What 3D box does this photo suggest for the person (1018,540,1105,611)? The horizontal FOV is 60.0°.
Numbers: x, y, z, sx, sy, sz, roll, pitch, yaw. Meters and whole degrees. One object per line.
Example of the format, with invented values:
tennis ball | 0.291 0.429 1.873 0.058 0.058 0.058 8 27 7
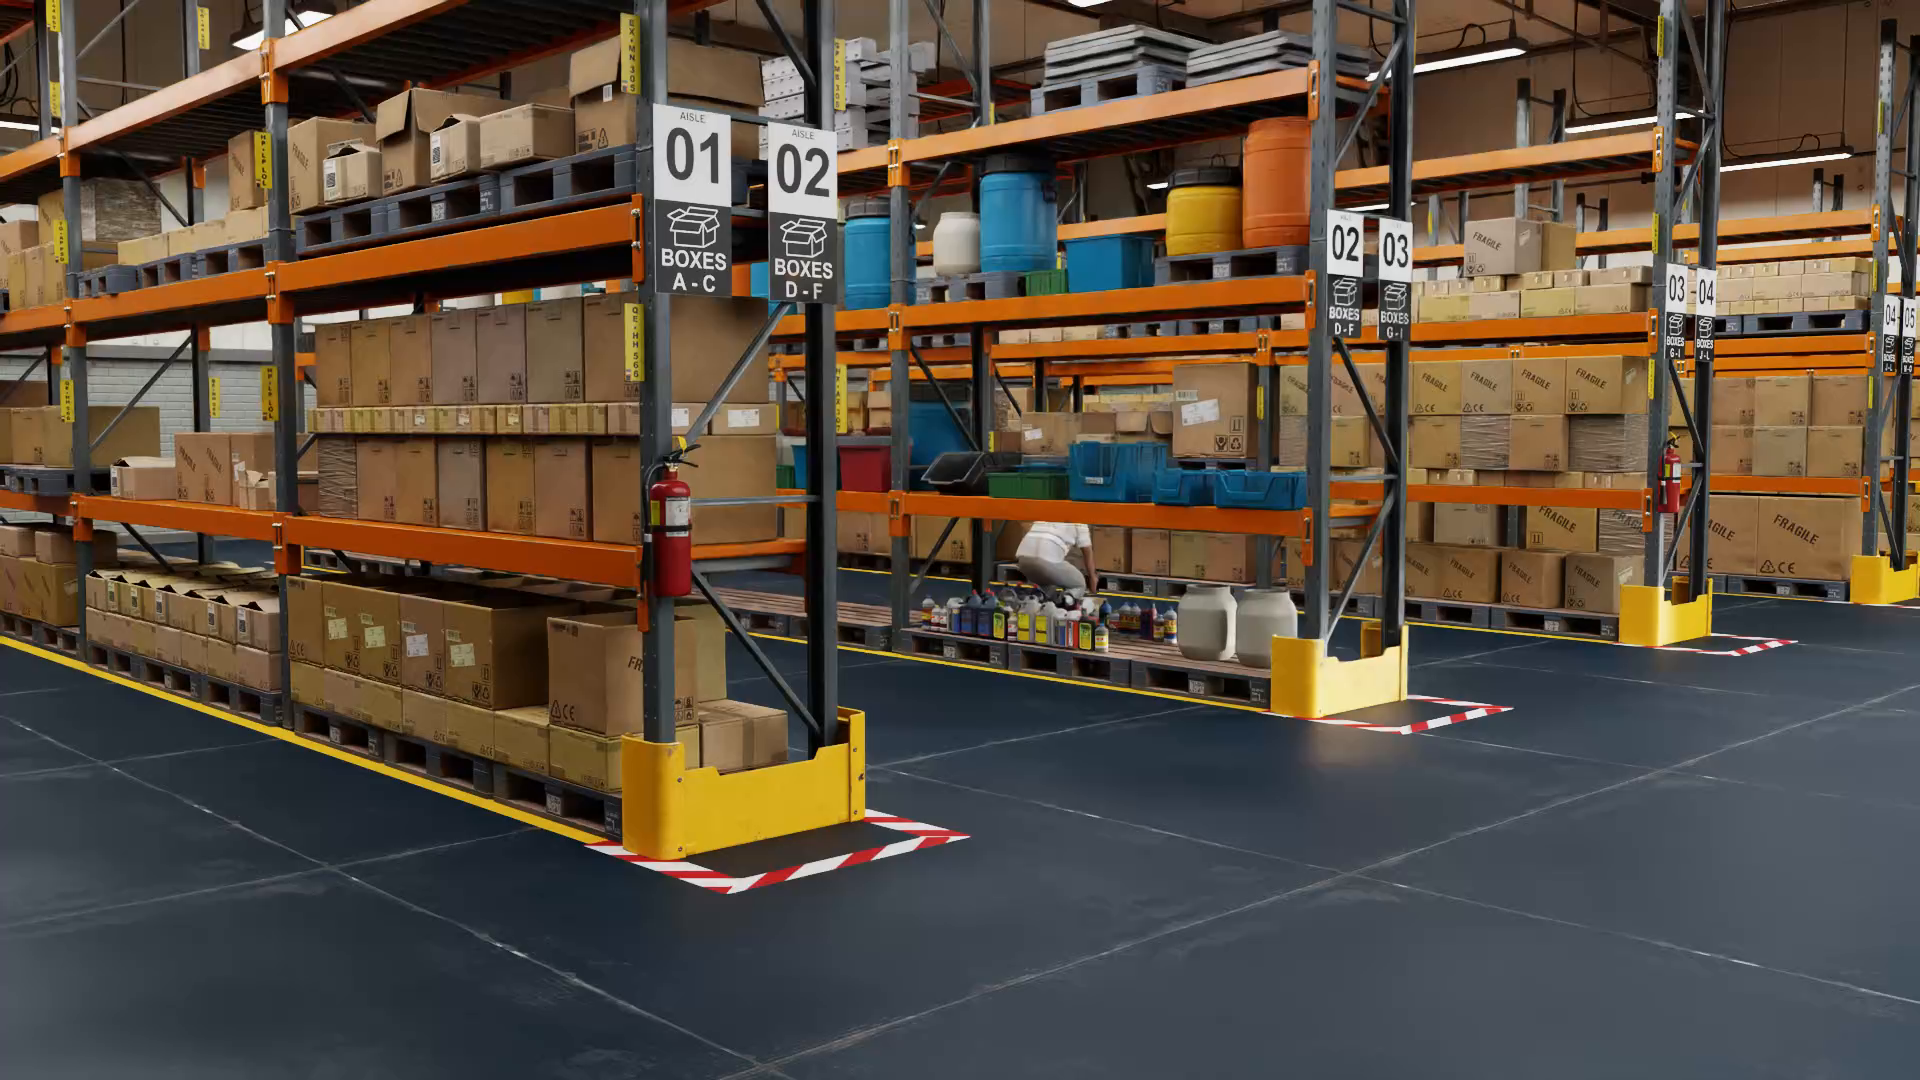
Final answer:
person | 0.964 0.415 15.236 0.531 0.828 1.030 4 5 44
